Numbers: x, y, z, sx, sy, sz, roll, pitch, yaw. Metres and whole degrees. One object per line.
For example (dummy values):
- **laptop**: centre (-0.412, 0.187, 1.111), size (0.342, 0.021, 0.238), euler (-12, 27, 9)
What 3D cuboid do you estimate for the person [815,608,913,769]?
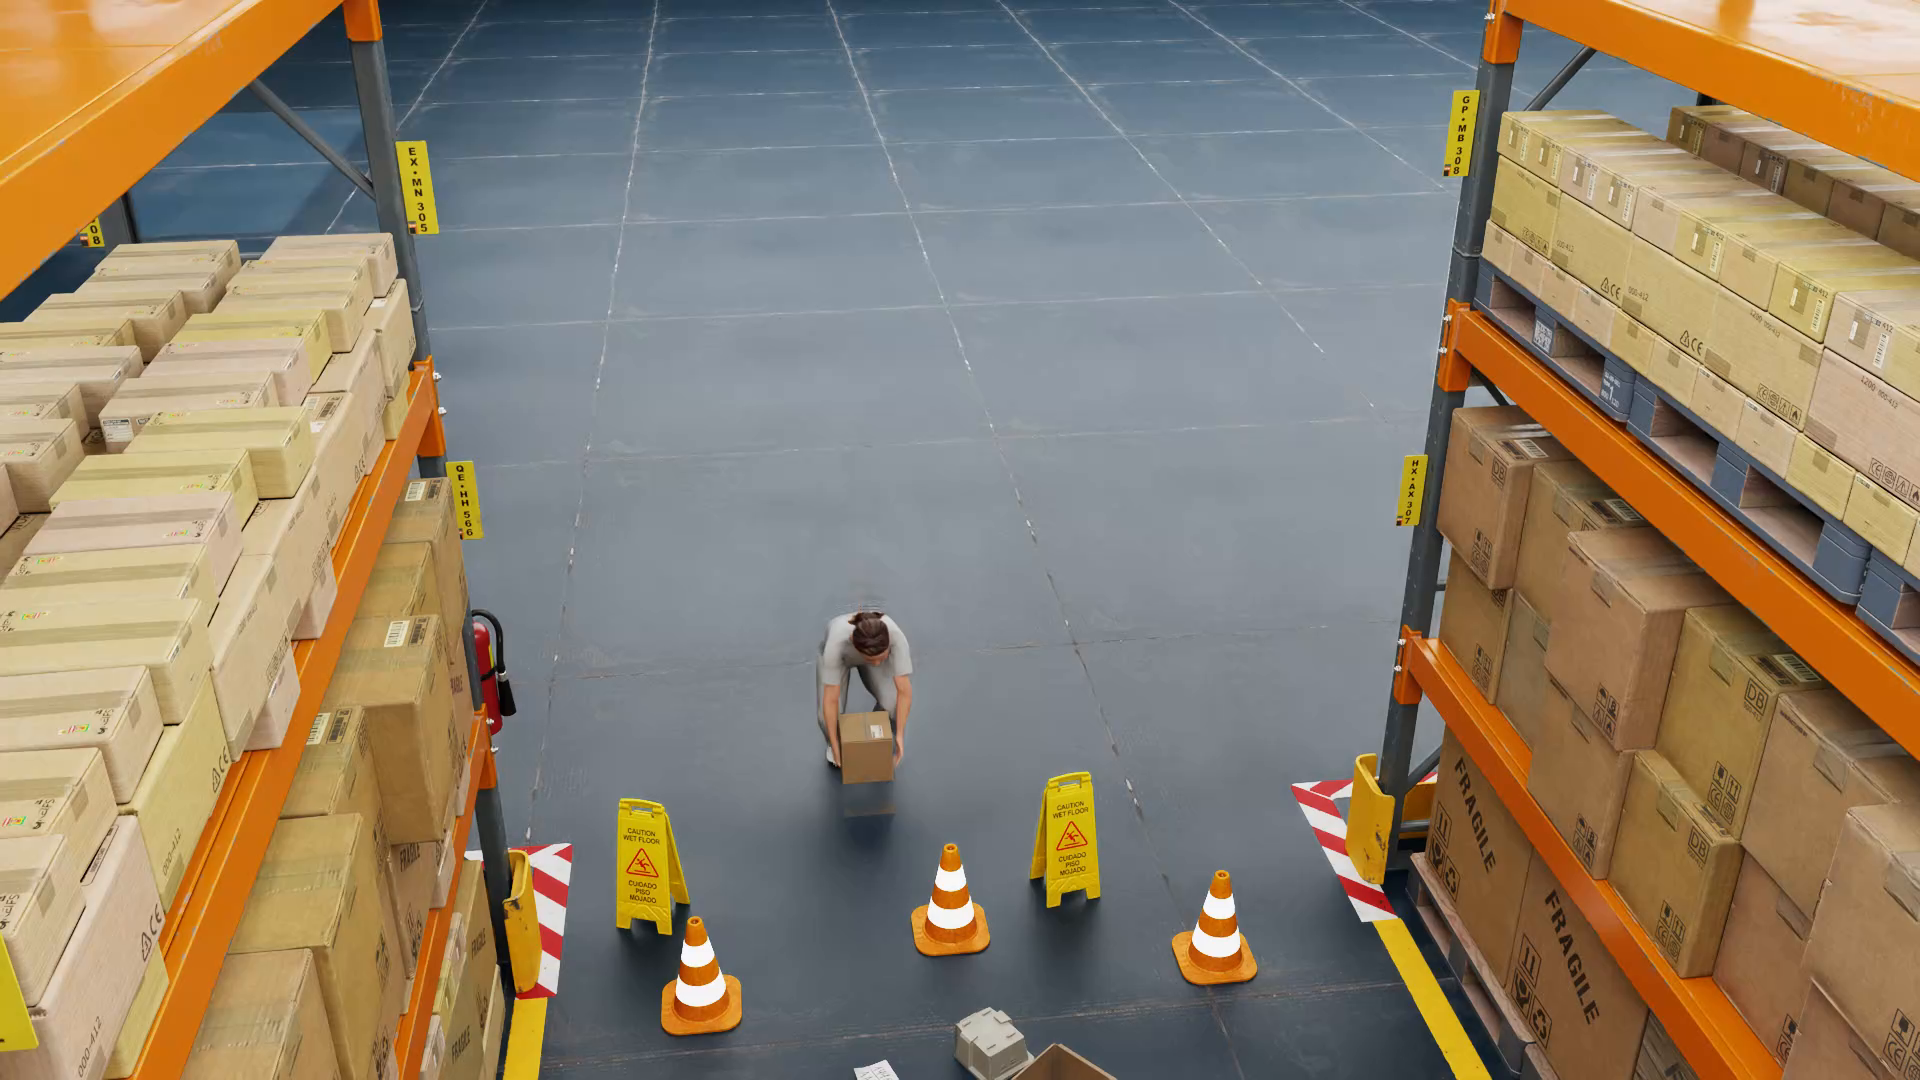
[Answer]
- **person**: centre (-0.496, 0.708, 8.469), size (0.486, 0.991, 0.783), euler (-4, 27, -7)
